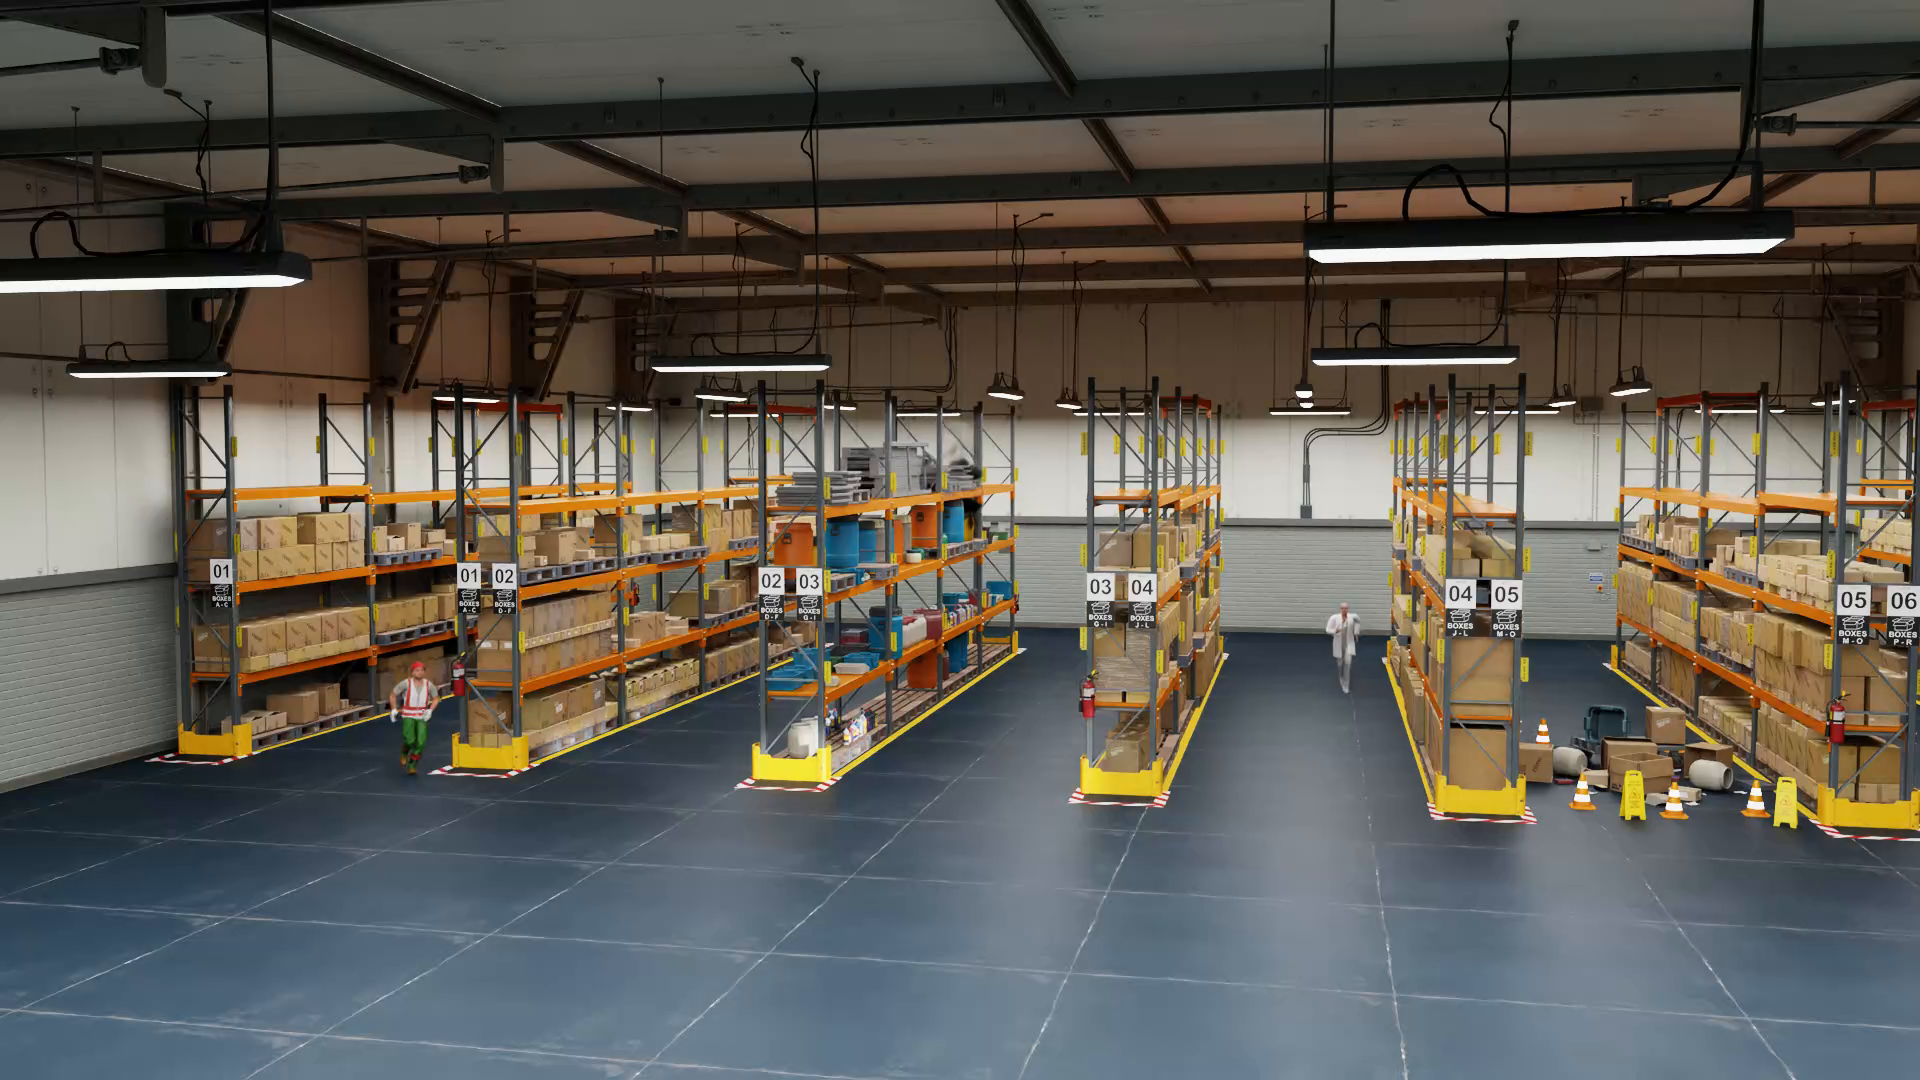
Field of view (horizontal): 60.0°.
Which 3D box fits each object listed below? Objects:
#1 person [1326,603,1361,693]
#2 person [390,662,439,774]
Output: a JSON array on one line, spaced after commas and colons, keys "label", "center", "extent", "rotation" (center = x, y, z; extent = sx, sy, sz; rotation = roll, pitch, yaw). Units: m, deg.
[{"label": "person", "center": [7.906, 2.205, 34.270], "extent": [0.705, 1.841, 1.023], "rotation": [1, 3, 13]}, {"label": "person", "center": [-8.340, 2.723, 25.457], "extent": [0.723, 1.735, 0.559], "rotation": [-2, 4, -31]}]
